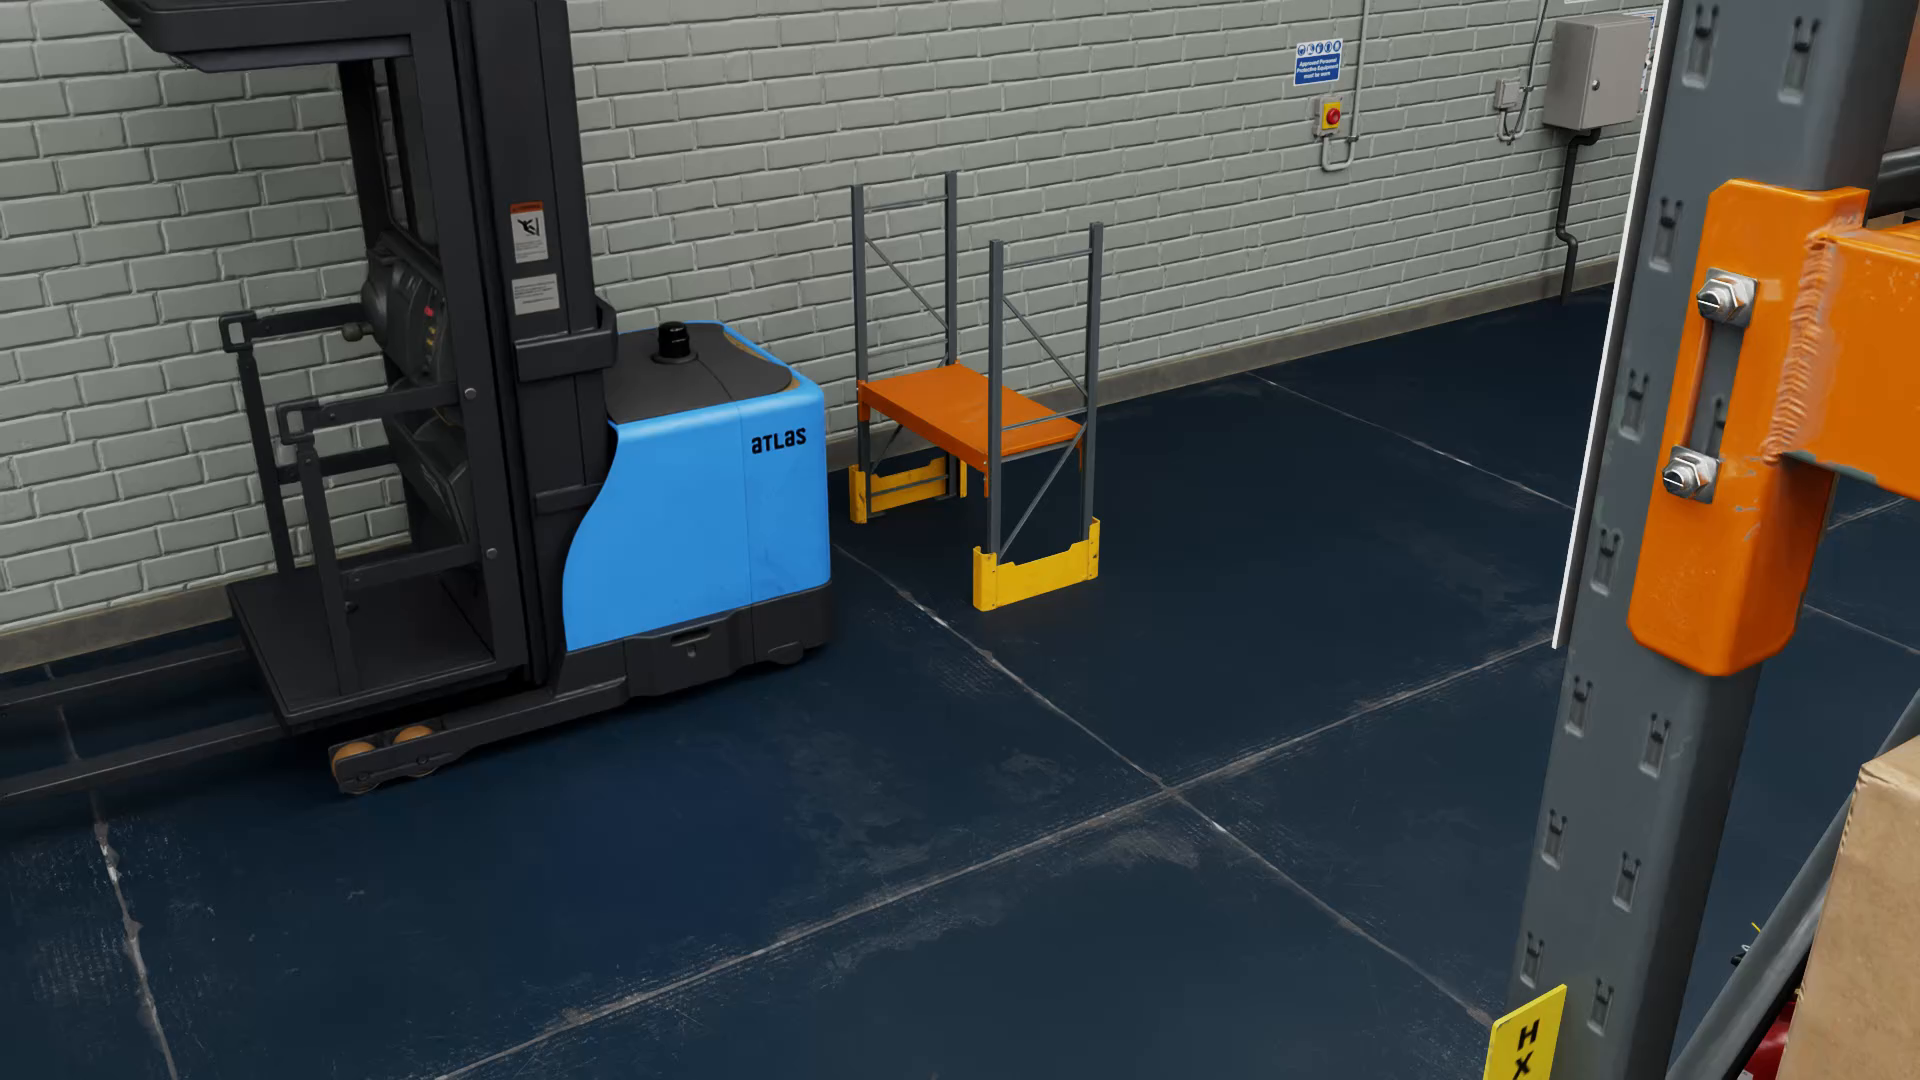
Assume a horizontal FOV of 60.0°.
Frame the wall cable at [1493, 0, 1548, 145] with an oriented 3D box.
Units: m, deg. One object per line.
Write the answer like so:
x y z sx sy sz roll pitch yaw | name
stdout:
3.139 -3.173 9.268 0.588 1.984 0.122 -16 29 -30 | wall cable

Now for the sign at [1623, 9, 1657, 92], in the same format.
4.097 -2.963 10.123 0.329 0.494 0.001 -16 29 -30 | sign

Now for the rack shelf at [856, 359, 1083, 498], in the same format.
0.047 -0.485 6.942 0.538 0.185 1.000 -16 29 -30 | rack shelf

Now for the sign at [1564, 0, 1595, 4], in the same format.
3.637 -3.251 9.656 0.339 0.242 0.001 -16 29 -30 | sign

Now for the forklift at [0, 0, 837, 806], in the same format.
-1.997 -0.747 5.399 3.031 2.935 1.130 -14 29 -28 | forklift

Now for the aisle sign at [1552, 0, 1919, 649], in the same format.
0.671 -0.310 1.347 0.394 0.787 0.004 -16 29 -30 | aisle sign

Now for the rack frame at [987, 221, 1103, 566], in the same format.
0.324 -0.466 6.480 0.500 1.500 0.032 -16 29 -30 | rack frame

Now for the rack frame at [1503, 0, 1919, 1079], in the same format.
0.960 0.823 1.993 0.949 2.616 0.053 -16 29 -30 | rack frame

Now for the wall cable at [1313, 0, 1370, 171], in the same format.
1.957 -2.853 8.552 0.585 1.953 0.123 -16 29 -30 | wall cable

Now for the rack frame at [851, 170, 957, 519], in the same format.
-0.231 -0.830 7.250 0.500 1.500 0.032 -16 29 -30 | rack frame

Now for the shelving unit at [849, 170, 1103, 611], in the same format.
0.042 -0.651 6.872 0.587 1.500 1.083 -16 29 -30 | shelving unit

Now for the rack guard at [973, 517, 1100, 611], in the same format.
0.313 0.092 6.762 0.587 0.250 0.087 -16 29 -30 | rack guard

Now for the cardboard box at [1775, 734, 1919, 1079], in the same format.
0.985 0.413 1.225 0.500 0.500 0.500 -16 29 -30 | cardboard box

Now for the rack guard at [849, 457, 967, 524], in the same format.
-0.230 -0.264 7.516 0.587 0.250 0.087 -16 29 -30 | rack guard

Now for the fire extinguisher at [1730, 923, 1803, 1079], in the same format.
1.212 0.828 2.510 0.296 0.674 0.183 -16 29 -30 | fire extinguisher

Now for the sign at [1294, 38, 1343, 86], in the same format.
1.883 -2.512 8.741 0.327 0.218 0.001 -16 29 -30 | sign

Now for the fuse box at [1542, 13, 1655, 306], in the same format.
3.797 -2.234 9.977 0.539 1.711 0.414 -16 29 -30 | fuse box

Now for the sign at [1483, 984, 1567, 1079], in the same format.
0.508 0.557 1.542 0.100 0.325 0.005 -16 29 -30 | sign
